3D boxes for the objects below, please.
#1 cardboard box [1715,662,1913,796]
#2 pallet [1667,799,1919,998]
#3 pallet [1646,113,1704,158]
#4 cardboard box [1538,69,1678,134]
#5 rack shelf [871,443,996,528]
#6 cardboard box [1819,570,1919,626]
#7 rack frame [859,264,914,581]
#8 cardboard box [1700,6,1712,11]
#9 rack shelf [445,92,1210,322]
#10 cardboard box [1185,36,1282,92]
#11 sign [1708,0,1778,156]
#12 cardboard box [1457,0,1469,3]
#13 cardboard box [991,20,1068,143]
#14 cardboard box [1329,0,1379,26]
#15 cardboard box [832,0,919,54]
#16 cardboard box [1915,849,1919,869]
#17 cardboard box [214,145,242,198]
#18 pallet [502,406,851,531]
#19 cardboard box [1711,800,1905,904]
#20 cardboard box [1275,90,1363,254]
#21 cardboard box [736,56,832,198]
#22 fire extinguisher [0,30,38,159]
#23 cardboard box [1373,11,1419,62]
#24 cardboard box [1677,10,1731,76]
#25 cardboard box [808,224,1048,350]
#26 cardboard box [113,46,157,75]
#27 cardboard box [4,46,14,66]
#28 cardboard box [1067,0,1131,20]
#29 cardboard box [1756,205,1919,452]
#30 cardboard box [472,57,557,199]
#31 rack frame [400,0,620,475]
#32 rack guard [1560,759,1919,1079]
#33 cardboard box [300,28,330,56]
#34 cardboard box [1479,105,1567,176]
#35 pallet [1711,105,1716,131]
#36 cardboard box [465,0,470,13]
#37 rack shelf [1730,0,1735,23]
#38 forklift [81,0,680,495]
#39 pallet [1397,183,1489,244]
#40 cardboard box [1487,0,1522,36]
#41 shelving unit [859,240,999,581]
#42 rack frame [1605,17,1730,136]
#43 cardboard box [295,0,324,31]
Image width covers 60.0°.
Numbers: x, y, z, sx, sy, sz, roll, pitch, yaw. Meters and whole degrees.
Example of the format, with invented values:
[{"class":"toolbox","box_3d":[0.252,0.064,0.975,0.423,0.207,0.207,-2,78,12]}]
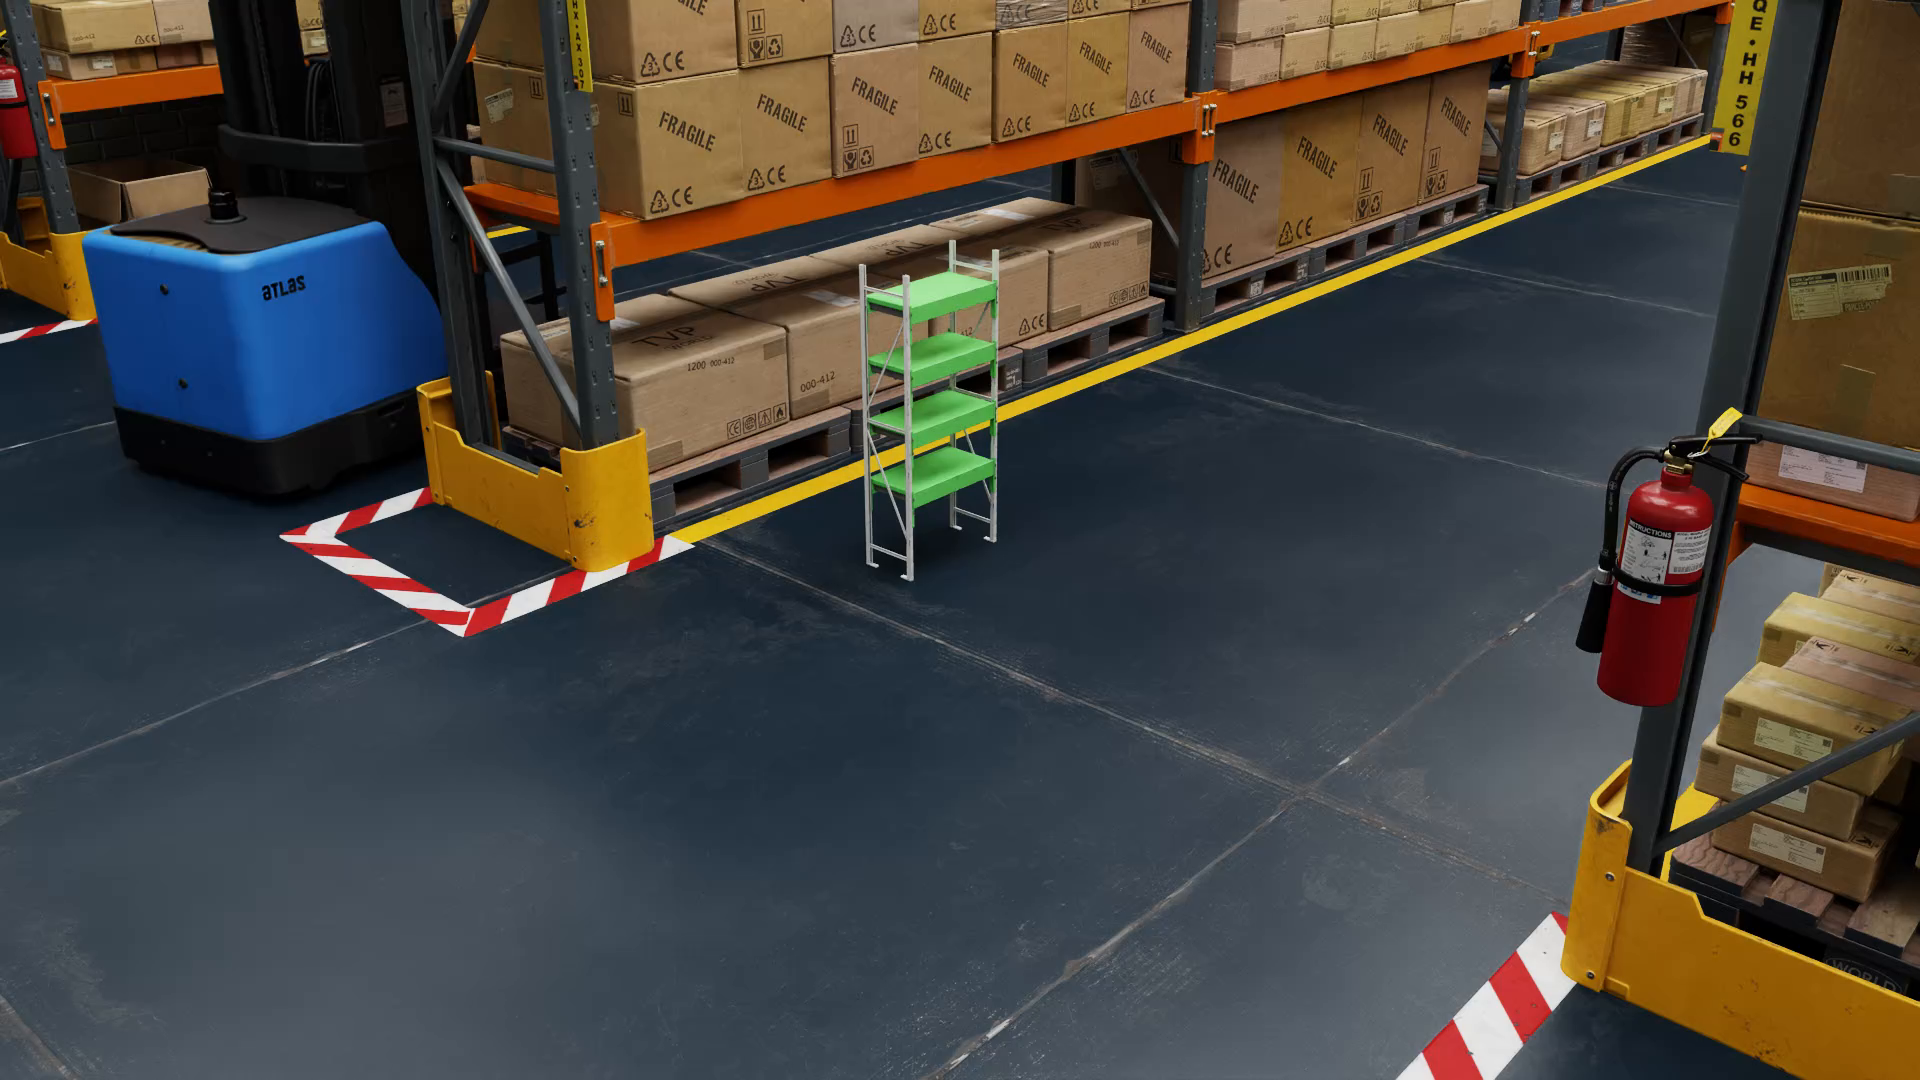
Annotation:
[{"class":"cardboard box","box_3d":[2.186,0.478,4.262,0.380,0.149,0.250,21,31,38]},{"class":"pallet","box_3d":[2.640,0.882,4.525,1.003,0.211,1.213,20,31,38]},{"class":"pallet","box_3d":[5.758,-3.596,14.513,1.003,0.211,1.213,20,31,38]},{"class":"cardboard box","box_3d":[5.451,-3.718,14.075,0.625,0.372,0.950,-22,32,-40]},{"class":"rack shelf","box_3d":[-0.110,-0.220,6.516,0.258,0.148,0.480,20,31,38]},{"class":"cardboard box","box_3d":[2.694,0.242,4.788,0.380,0.149,0.250,19,30,36]},{"class":"rack frame","box_3d":[-0.273,-0.423,6.226,0.240,1.200,0.015,20,31,38]},{"class":"cardboard box","box_3d":[6.809,-4.794,15.708,0.500,0.500,0.500,21,31,38]},{"class":"rack shelf","box_3d":[-0.398,-1.731,7.824,1.077,0.370,4.000,20,31,38]},{"class":"cardboard box","box_3d":[1.427,-2.662,9.205,0.500,0.250,0.500,19,31,36]},{"class":"sign","box_3d":[1.621,-0.960,3.422,0.100,0.325,0.005,20,31,38]},{"class":"cardboard box","box_3d":[3.133,-3.673,10.848,0.500,0.250,0.500,19,30,36]},{"class":"cardboard box","box_3d":[0.154,-2.188,7.841,0.500,0.500,0.500,20,31,37]},{"class":"cardboard box","box_3d":[2.124,-3.199,9.790,0.500,0.250,0.500,21,31,38]},{"class":"cardboard box","box_3d":[-0.523,-2.339,6.956,0.500,0.500,0.500,20,31,37]},{"class":"cardboard box","box_3d":[2.562,0.755,4.008,0.380,0.149,0.250,22,32,40]},{"class":"cardboard box","box_3d":[-4.353,-2.266,10.679,0.700,0.500,0.500,22,32,40]},{"class":"pallet","box_3d":[-1.257,-0.443,7.480,1.003,0.211,1.213,20,31,38]},{"class":"cardboard box","box_3d":[2.217,0.763,4.354,0.380,0.149,0.250,21,31,38]},{"class":"cardboard box","box_3d":[1.888,-2.379,10.473,0.875,0.875,0.875,21,32,39]},{"class":"cardboard box","box_3d":[-0.882,-1.725,6.810,0.500,0.500,0.500,20,31,37]},{"class":"fire extinguisher","box_3d":[-5.186,-2.428,9.049,0.296,0.674,0.183,20,31,38]},{"class":"cardboard box","box_3d":[2.466,-3.122,10.230,0.500,0.250,0.500,20,31,37]},{"class":"cardboard box","box_3d":[6.871,-4.491,15.032,0.500,0.500,0.500,22,32,40]},{"class":"cardboard box","box_3d":[-0.159,-1.256,8.504,0.875,0.438,0.875,19,30,36]},{"class":"cardboard box","box_3d":[-4.873,-2.805,9.647,0.380,0.149,0.250,21,32,39]},{"class":"cardboard box","box_3d":[-5.410,-2.864,9.778,0.380,0.149,0.250,20,31,37]},{"class":"cardboard box","box_3d":[0.483,-2.799,7.982,0.500,0.500,0.500,20,31,37]},{"class":"cardboard box","box_3d":[2.129,-0.518,3.753,0.500,0.500,0.500,21,32,39]},{"class":"cardboard box","box_3d":[-1.608,-1.715,6.787,0.500,0.500,0.500,20,31,38]},{"class":"rack frame","box_3d":[-1.733,-1.450,6.318,1.000,3.000,0.127,20,31,38]},{"class":"rack guard","box_3d":[2.072,0.988,3.935,1.175,0.500,0.348,20,31,38]},{"class":"cardboard box","box_3d":[-4.111,-3.094,10.291,0.380,0.149,0.250,19,30,36]},{"class":"cardboard box","box_3d":[3.991,-3.050,12.584,0.950,0.372,0.625,18,30,34]},{"class":"pallet","box_3d":[6.698,-4.048,15.521,1.003,0.211,1.213,20,31,38]},{"class":"cardboard box","box_3d":[-3.243,-3.712,11.182,0.500,0.250,0.500,20,31,38]},{"class":"rack shelf","box_3d":[7.611,-5.387,15.978,1.077,0.370,4.000,20,31,38]},{"class":"forklift","box_3d":[-2.585,-2.091,7.831,1.130,2.935,3.031,13,27,26]},{"class":"pallet","box_3d":[3.024,-2.396,11.835,1.003,0.211,1.213,20,31,38]},{"class":"cardboard box","box_3d":[3.462,-3.594,11.283,0.500,0.250,0.500,19,30,36]},{"class":"shelving unit","box_3d":[-0.110,-0.497,6.392,0.258,1.200,0.503,20,31,38]},{"class":"rack frame","box_3d":[6.276,-5.106,14.472,1.000,3.000,0.127,20,31,38]},{"class":"cardboard box","box_3d":[-4.256,-3.245,10.142,0.500,0.250,0.500,19,31,37]}]
